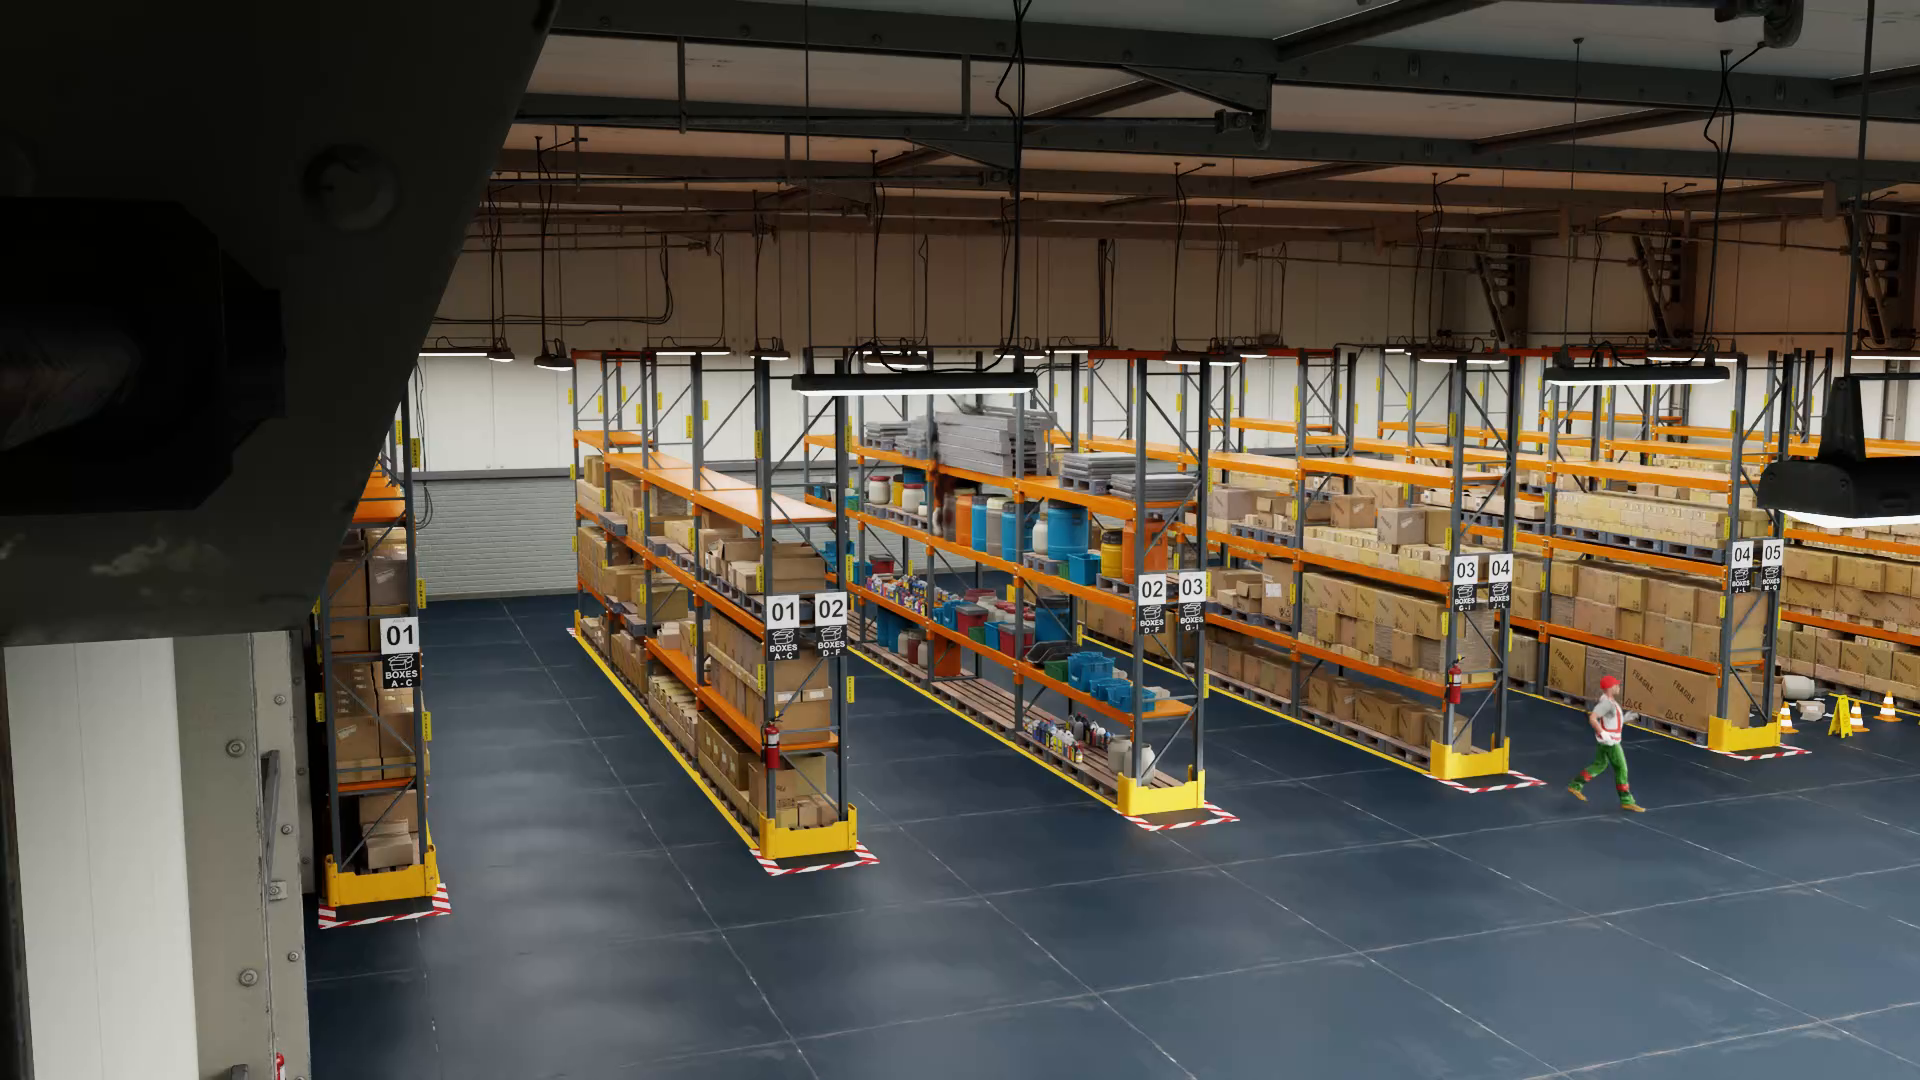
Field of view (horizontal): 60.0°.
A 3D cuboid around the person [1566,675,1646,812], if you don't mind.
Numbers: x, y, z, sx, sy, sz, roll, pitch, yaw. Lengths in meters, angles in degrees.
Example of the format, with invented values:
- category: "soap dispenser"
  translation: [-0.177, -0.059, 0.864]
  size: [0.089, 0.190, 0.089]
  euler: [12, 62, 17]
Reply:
- category: "person"
  translation: [8.599, 2.677, 22.046]
  size: [0.987, 1.783, 0.659]
  euler: [2, 7, 15]

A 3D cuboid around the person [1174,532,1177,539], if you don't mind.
- category: "person"
  translation: [5.043, 0.663, 38.810]
  size: [0.718, 1.732, 0.646]
  euler: [-1, 7, -11]

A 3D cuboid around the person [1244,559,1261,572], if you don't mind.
- category: "person"
  translation: [7.406, 0.333, 42.122]
  size: [0.490, 1.564, 0.545]
  euler: [-2, 7, -15]
